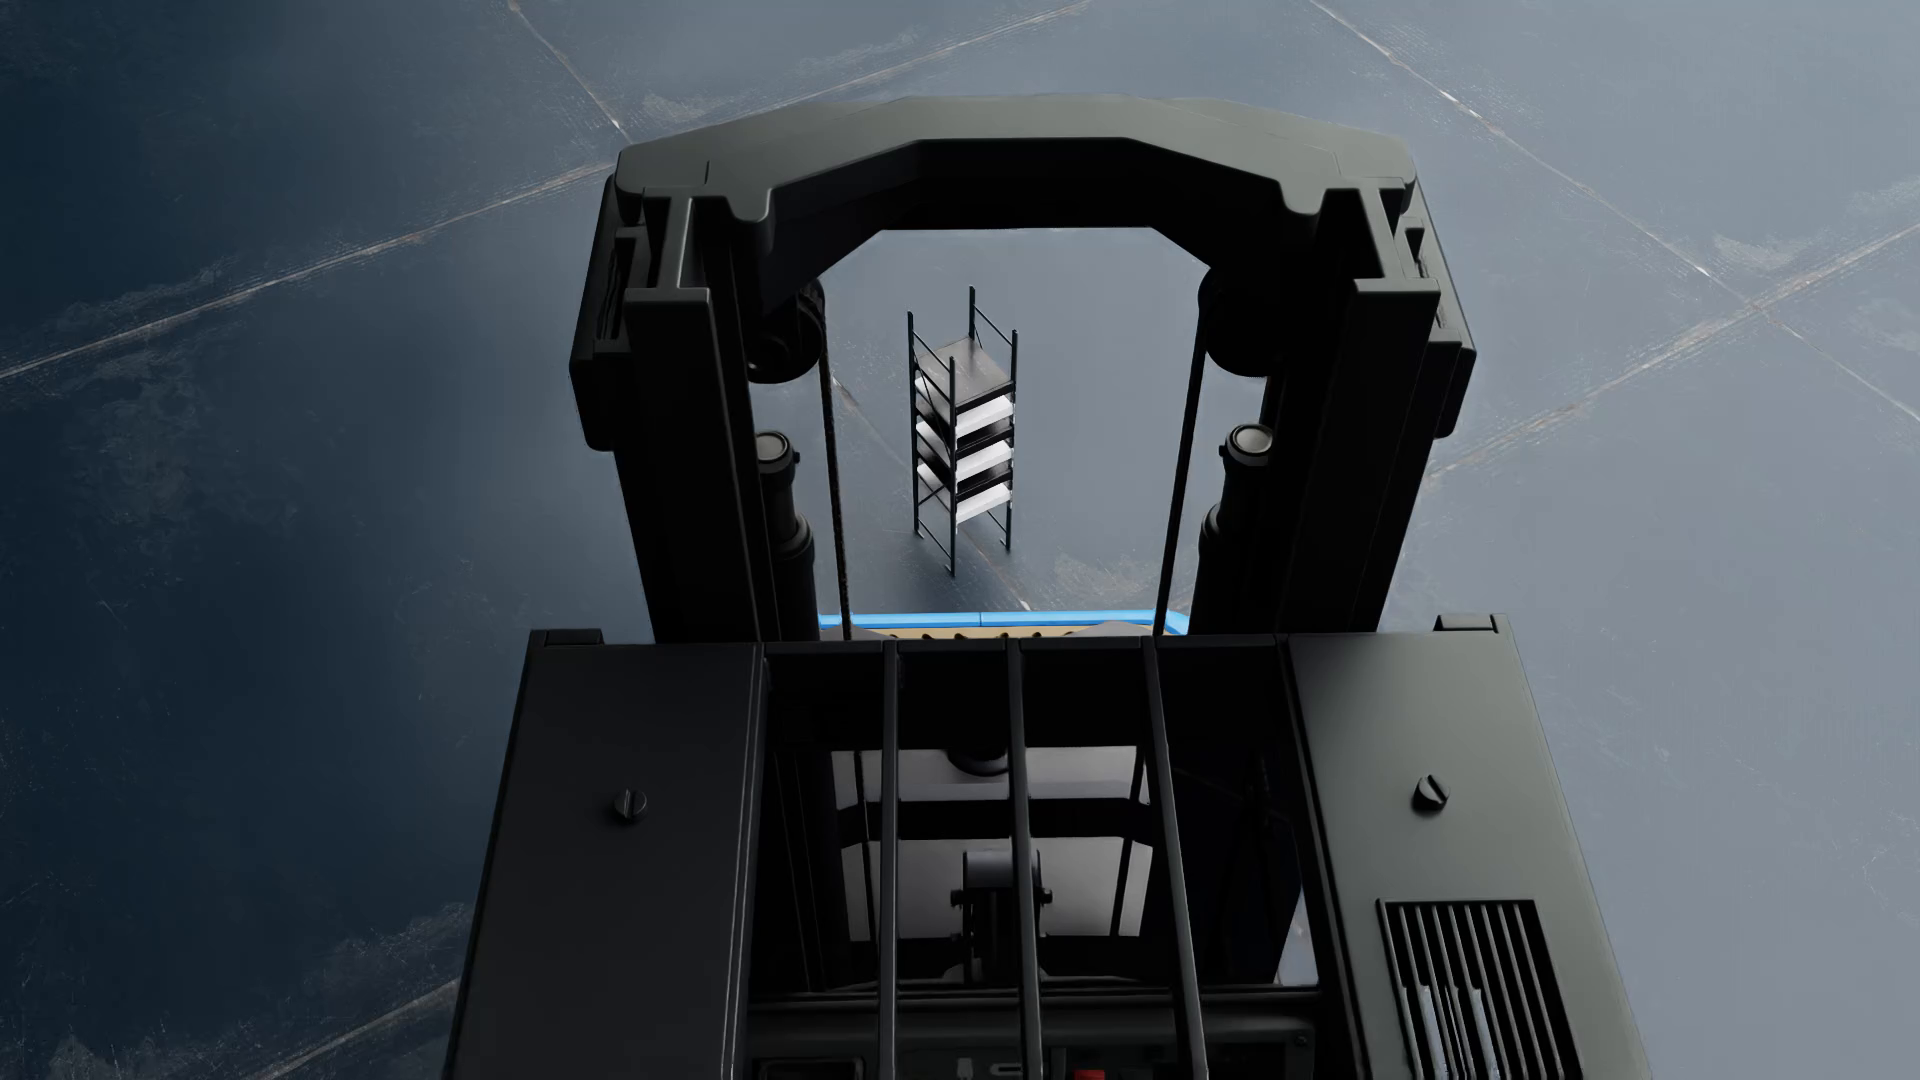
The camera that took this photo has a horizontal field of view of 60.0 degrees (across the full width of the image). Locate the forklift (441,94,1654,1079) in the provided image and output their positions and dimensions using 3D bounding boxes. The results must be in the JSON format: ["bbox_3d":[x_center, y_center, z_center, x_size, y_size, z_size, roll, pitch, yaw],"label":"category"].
[{"bbox_3d":[0.074,1.001,2.396,1.130,2.935,3.031,-1,48,-1],"label":"forklift"}]

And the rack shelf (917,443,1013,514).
[{"bbox_3d":[0.007,-0.220,5.009,0.200,0.077,0.258,-25,53,-21],"label":"rack shelf"}]

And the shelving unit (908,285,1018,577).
[{"bbox_3d":[0.007,-0.302,4.917,0.210,0.900,0.258,-25,53,-21],"label":"shelving unit"}]

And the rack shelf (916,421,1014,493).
[{"bbox_3d":[0.007,-0.280,4.942,0.200,0.077,0.258,-25,53,-21],"label":"rack shelf"}]

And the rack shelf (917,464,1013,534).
[{"bbox_3d":[0.007,-0.161,5.076,0.200,0.077,0.258,-25,53,-21],"label":"rack shelf"}]

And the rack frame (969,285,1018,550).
[{"bbox_3d":[0.093,-0.343,4.953,0.006,0.900,0.240,-25,53,-21],"label":"rack frame"}]

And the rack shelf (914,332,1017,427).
[{"bbox_3d":[0.007,-0.460,4.740,0.200,0.077,0.258,-25,53,-21],"label":"rack shelf"}]

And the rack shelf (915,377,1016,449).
[{"bbox_3d":[0.007,-0.400,4.807,0.200,0.077,0.258,-25,53,-21],"label":"rack shelf"}]

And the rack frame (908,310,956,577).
[{"bbox_3d":[-0.079,-0.262,4.881,0.006,0.900,0.240,-25,53,-21],"label":"rack frame"}]

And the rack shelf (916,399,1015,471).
[{"bbox_3d":[0.007,-0.340,4.874,0.200,0.077,0.258,-25,53,-21],"label":"rack shelf"}]
